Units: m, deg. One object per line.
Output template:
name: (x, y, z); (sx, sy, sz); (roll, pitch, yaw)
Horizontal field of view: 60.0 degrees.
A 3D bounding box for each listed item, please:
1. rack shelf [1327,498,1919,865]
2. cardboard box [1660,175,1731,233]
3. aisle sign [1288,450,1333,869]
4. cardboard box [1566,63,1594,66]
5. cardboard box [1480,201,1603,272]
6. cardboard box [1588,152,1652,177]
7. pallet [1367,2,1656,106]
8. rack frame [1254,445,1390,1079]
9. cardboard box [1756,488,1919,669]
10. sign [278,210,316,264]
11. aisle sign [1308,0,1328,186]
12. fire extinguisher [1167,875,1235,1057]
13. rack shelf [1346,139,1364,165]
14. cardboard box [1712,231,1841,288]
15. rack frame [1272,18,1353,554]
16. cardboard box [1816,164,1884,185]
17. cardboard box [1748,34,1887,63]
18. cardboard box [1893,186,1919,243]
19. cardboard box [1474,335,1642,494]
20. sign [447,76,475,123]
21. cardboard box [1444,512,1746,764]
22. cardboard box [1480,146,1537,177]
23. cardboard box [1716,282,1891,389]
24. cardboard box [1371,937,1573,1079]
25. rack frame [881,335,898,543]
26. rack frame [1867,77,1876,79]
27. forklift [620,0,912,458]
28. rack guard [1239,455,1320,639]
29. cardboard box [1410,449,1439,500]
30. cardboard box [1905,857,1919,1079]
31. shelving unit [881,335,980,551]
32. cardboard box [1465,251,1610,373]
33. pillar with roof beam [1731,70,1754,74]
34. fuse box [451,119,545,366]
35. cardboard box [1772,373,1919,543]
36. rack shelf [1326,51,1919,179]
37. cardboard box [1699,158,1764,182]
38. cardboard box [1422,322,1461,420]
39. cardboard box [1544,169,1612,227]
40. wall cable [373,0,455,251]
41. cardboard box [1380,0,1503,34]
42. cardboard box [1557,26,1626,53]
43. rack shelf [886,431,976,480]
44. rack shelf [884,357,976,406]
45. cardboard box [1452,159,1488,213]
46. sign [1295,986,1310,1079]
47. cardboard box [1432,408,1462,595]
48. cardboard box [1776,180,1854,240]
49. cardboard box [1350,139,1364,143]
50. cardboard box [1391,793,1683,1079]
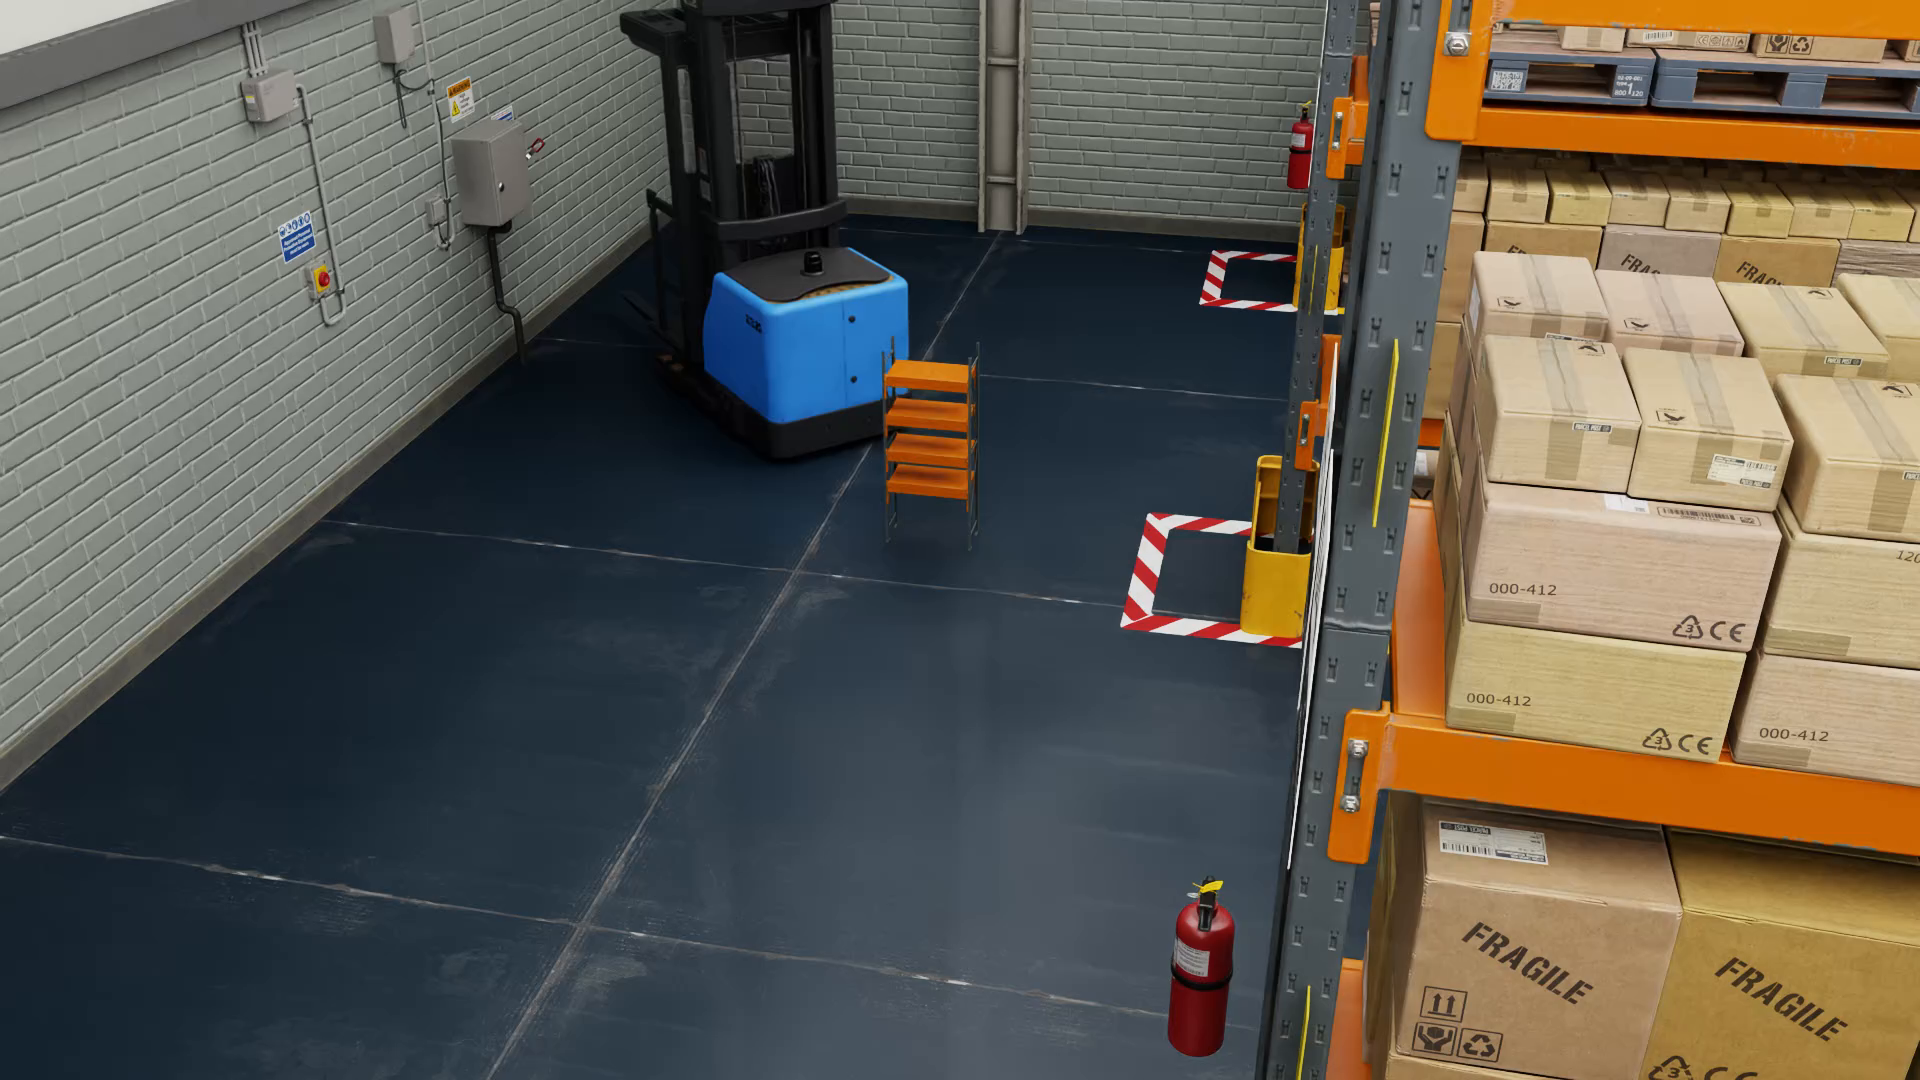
rack shelf: (2.819, 0.458, 3.416); (4.000, 0.370, 1.077); (6, 29, 11)
cardboard box: (3.353, -1.542, 7.622); (0.250, 0.149, 0.380); (6, 29, 11)
aisle sign: (0.729, 0.251, 3.462); (0.004, 0.787, 0.394); (6, 29, 11)
cardboard box: (4.685, -3.480, 12.049); (0.500, 0.500, 0.500); (7, 29, 12)
cardboard box: (2.715, -1.329, 7.909); (0.500, 0.500, 0.500); (5, 29, 9)
cardboard box: (3.193, -1.798, 8.090); (0.250, 0.149, 0.380); (6, 29, 10)
pallet: (2.526, -2.285, 7.768); (1.213, 0.211, 1.003); (6, 29, 11)
rack frame: (0.863, 1.257, 4.330); (0.127, 3.000, 1.000); (6, 29, 11)
cardboard box: (1.749, 0.006, 3.127); (0.500, 0.250, 0.500); (6, 29, 10)
sign: (-3.791, -1.734, 9.512); (0.001, 0.218, 0.327); (6, 29, 11)
aisle sign: (1.667, -2.089, 7.735); (0.004, 0.787, 0.394); (6, 29, 11)
fire extinguisher: (0.713, 1.213, 4.880); (0.183, 0.674, 0.296); (6, 29, 11)
rack shelf: (4.787, -2.893, 12.659); (4.000, 0.370, 1.077); (6, 29, 11)
cardboard box: (3.708, -1.232, 7.731); (0.500, 0.500, 0.500); (6, 29, 11)
rack frame: (1.798, -1.077, 8.594); (0.127, 3.000, 1.000); (6, 29, 11)
cardboard box: (4.196, -1.701, 7.913); (0.250, 0.149, 0.380); (6, 29, 10)
cardboard box: (3.738, -2.392, 7.227); (0.500, 0.500, 0.500); (6, 29, 11)
cardboard box: (4.361, -1.457, 7.467); (0.250, 0.149, 0.380); (6, 29, 10)
cardboard box: (1.132, -0.247, 3.175); (0.250, 0.149, 0.380); (6, 29, 10)
sign: (-3.354, -2.961, 11.175); (0.001, 0.242, 0.339); (6, 29, 11)
cardboard box: (1.249, 0.172, 3.344); (0.500, 0.250, 0.500); (7, 29, 12)
cardboard box: (2.714, -1.902, 8.280); (0.250, 0.149, 0.380); (6, 29, 10)
cardboard box: (1.721, -0.395, 3.445); (0.250, 0.149, 0.380); (5, 29, 9)
cardboard box: (1.244, 1.258, 3.915); (0.500, 0.500, 0.500); (7, 30, 13)
rack frame: (-0.400, -0.567, 9.537); (0.015, 1.200, 0.240); (6, 29, 11)
rack frame: (6.743, -3.008, 12.120); (0.127, 3.000, 1.000); (6, 29, 11)
forklift: (-1.524, -2.469, 11.207); (1.130, 2.935, 3.031); (-17, 33, -28)
rack guard: (1.774, 0.017, 9.199); (0.348, 0.500, 1.175); (6, 29, 11)
cardboard box: (2.464, -0.119, 9.074); (0.875, 0.438, 0.875); (5, 29, 9)
cardboard box: (2.246, 0.924, 3.483); (0.500, 0.500, 0.500); (5, 29, 9)
shelving unit: (-0.162, -0.543, 9.492); (0.503, 1.200, 0.258); (6, 29, 11)
cardboard box: (1.250, -0.491, 3.621); (0.250, 0.149, 0.380); (6, 29, 10)
pillar with roof beam: (5.351, -4.111, 7.888); (0.400, 9.000, 9.100); (6, 29, 11)
fuse box: (-3.140, -2.039, 11.692); (0.414, 1.711, 0.539); (6, 29, 11)
cardboard box: (1.628, -0.152, 3.001); (0.250, 0.149, 0.380); (6, 29, 10)
rack shelf: (3.754, -1.877, 7.681); (4.000, 0.370, 1.077); (6, 29, 11)
cardboard box: (3.703, -1.765, 8.030); (0.250, 0.149, 0.380); (7, 29, 12)
cardboard box: (2.207, -0.938, 8.236); (0.500, 0.500, 0.500); (6, 29, 10)
cardboard box: (2.850, -1.588, 7.706); (0.250, 0.149, 0.380); (5, 29, 9)
wall cable: (-3.437, -2.745, 10.582); (0.122, 1.984, 0.588); (6, 29, 11)
cardboard box: (2.257, -2.553, 7.780); (0.500, 0.250, 0.500); (3, 29, 6)
cardboard box: (2.814, -2.294, 7.413); (0.250, 0.149, 0.380); (7, 29, 12)
rack shelf: (-0.162, -0.484, 9.525); (0.480, 0.148, 0.258); (6, 29, 11)
rack shelf: (-0.162, -0.888, 9.304); (0.480, 0.148, 0.258); (6, 29, 11)
cardboard box: (2.359, -1.686, 7.885); (0.250, 0.149, 0.380); (7, 29, 12)
sign: (0.750, 1.132, 3.656); (0.005, 0.325, 0.100); (6, 29, 11)
cardboard box: (1.363, -0.071, 3.789); (0.500, 0.250, 0.500); (5, 29, 9)
cardboard box: (3.862, -1.500, 7.546); (0.250, 0.149, 0.380); (6, 29, 11)
cardboard box: (3.095, -3.137, 12.618); (0.250, 0.149, 0.380); (6, 29, 10)
cardboard box: (1.247, 0.814, 3.684); (0.500, 0.500, 0.500); (6, 29, 10)
